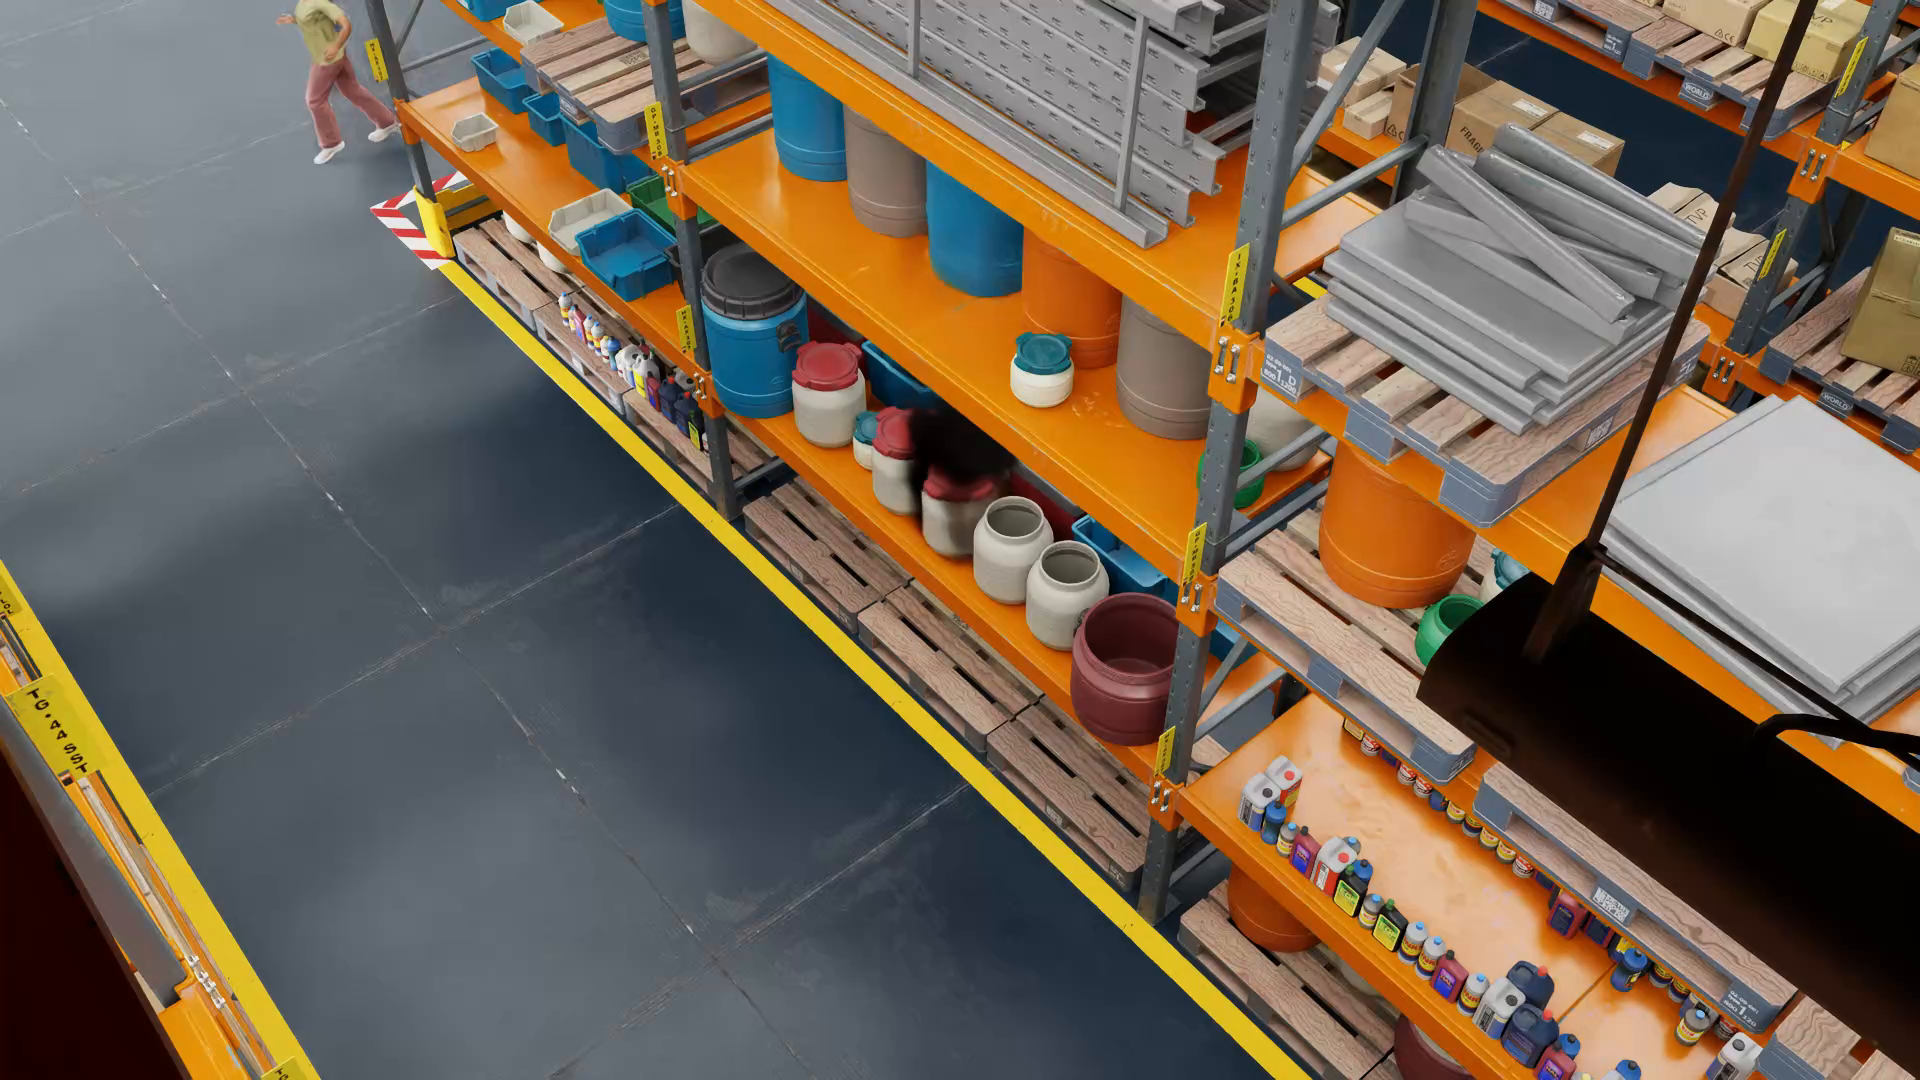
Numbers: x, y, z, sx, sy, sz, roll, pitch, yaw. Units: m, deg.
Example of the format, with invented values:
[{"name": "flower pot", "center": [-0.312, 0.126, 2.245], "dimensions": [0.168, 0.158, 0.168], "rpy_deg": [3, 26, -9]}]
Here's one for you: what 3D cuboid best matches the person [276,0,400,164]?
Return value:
[{"name": "person", "center": [-5.094, -3.899, 13.534], "dimensions": [0.776, 1.699, 0.567], "rpy_deg": [-11, 48, -11]}]
